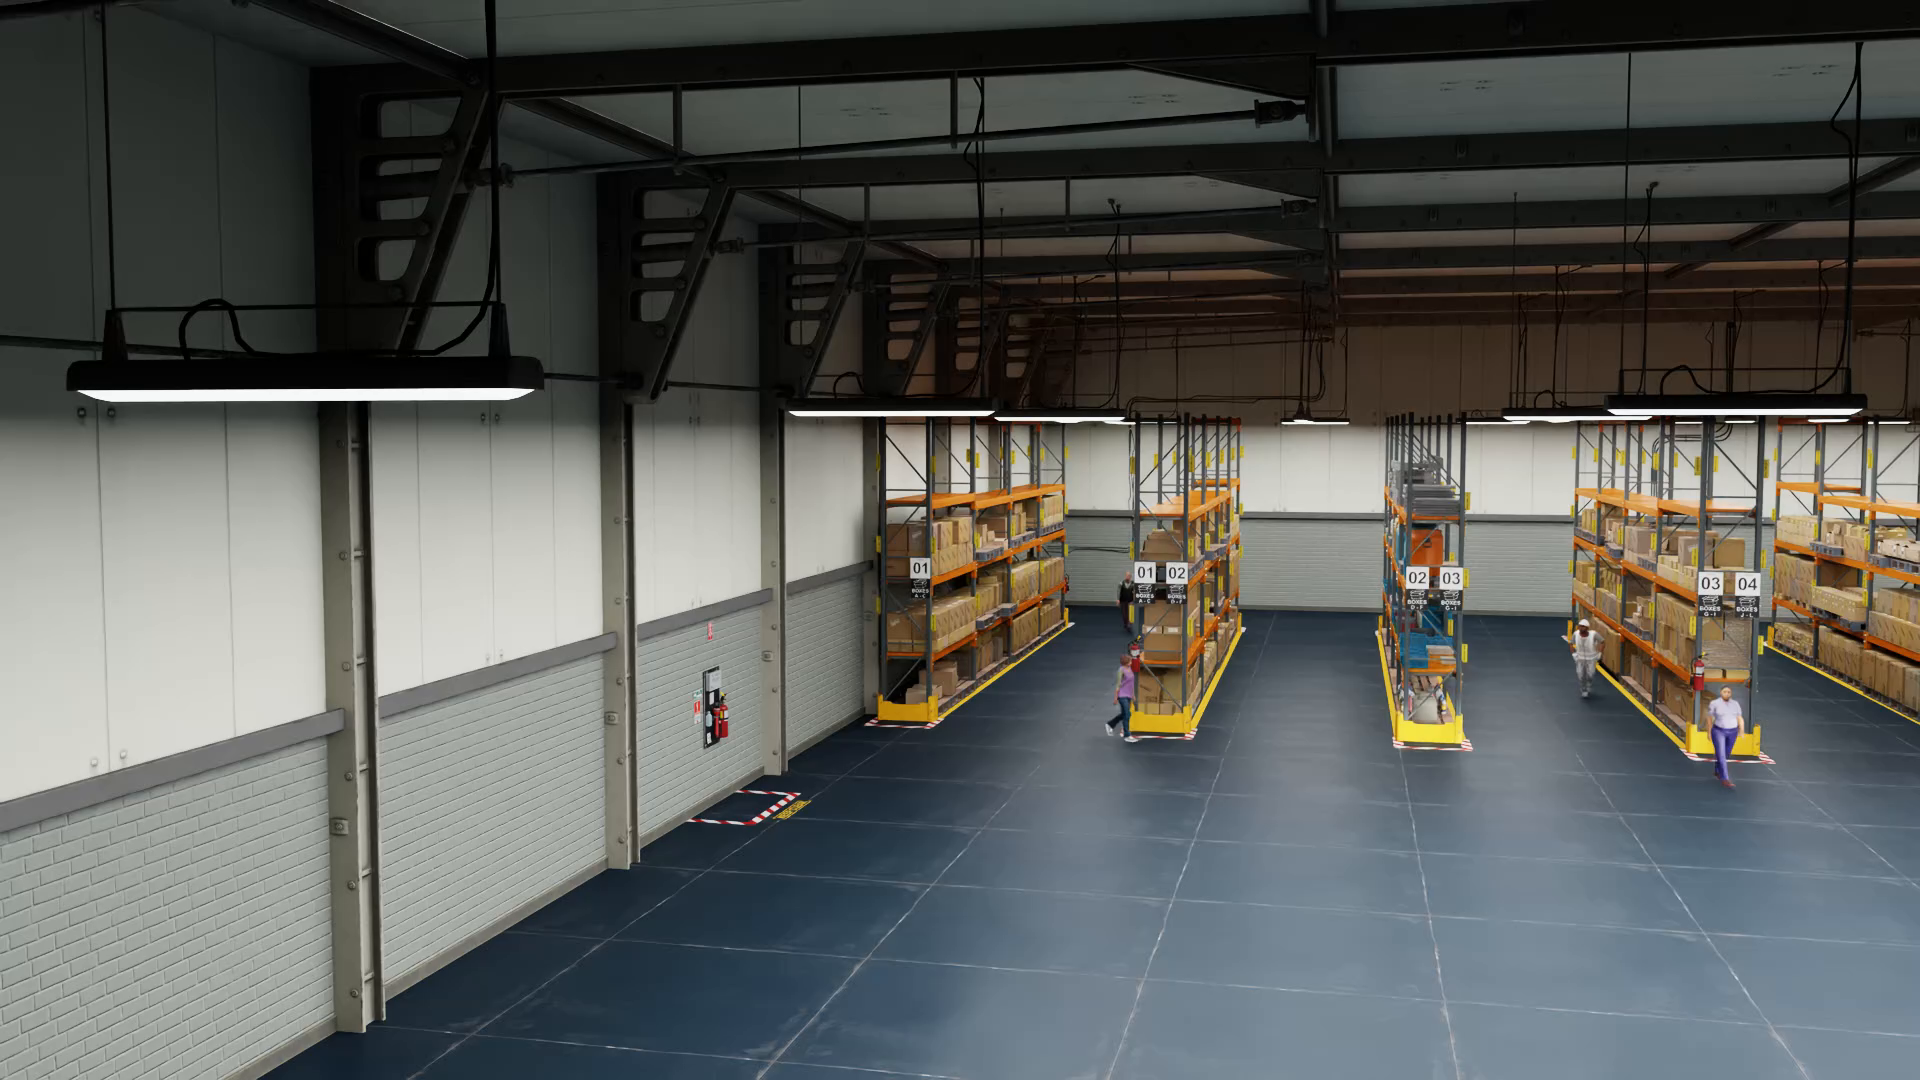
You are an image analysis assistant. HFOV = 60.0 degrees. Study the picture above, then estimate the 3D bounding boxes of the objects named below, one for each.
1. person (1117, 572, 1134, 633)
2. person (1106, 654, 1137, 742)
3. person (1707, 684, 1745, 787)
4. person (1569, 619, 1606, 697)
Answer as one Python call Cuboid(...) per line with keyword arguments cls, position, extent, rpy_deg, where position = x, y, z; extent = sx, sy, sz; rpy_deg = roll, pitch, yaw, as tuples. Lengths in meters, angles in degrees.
Cuboid(cls="person", position=(4.686, 1.731, 46.625), extent=(0.585, 1.669, 1.084), rpy_deg=(1, 4, 10))
Cuboid(cls="person", position=(2.972, 2.872, 30.475), extent=(0.729, 1.572, 0.450), rpy_deg=(2, 4, 27))
Cuboid(cls="person", position=(12.255, 3.106, 26.566), extent=(0.498, 1.592, 0.994), rpy_deg=(0, 4, 2))
Cuboid(cls="person", position=(13.285, 2.503, 35.217), extent=(0.725, 1.682, 0.644), rpy_deg=(2, 4, 23))
